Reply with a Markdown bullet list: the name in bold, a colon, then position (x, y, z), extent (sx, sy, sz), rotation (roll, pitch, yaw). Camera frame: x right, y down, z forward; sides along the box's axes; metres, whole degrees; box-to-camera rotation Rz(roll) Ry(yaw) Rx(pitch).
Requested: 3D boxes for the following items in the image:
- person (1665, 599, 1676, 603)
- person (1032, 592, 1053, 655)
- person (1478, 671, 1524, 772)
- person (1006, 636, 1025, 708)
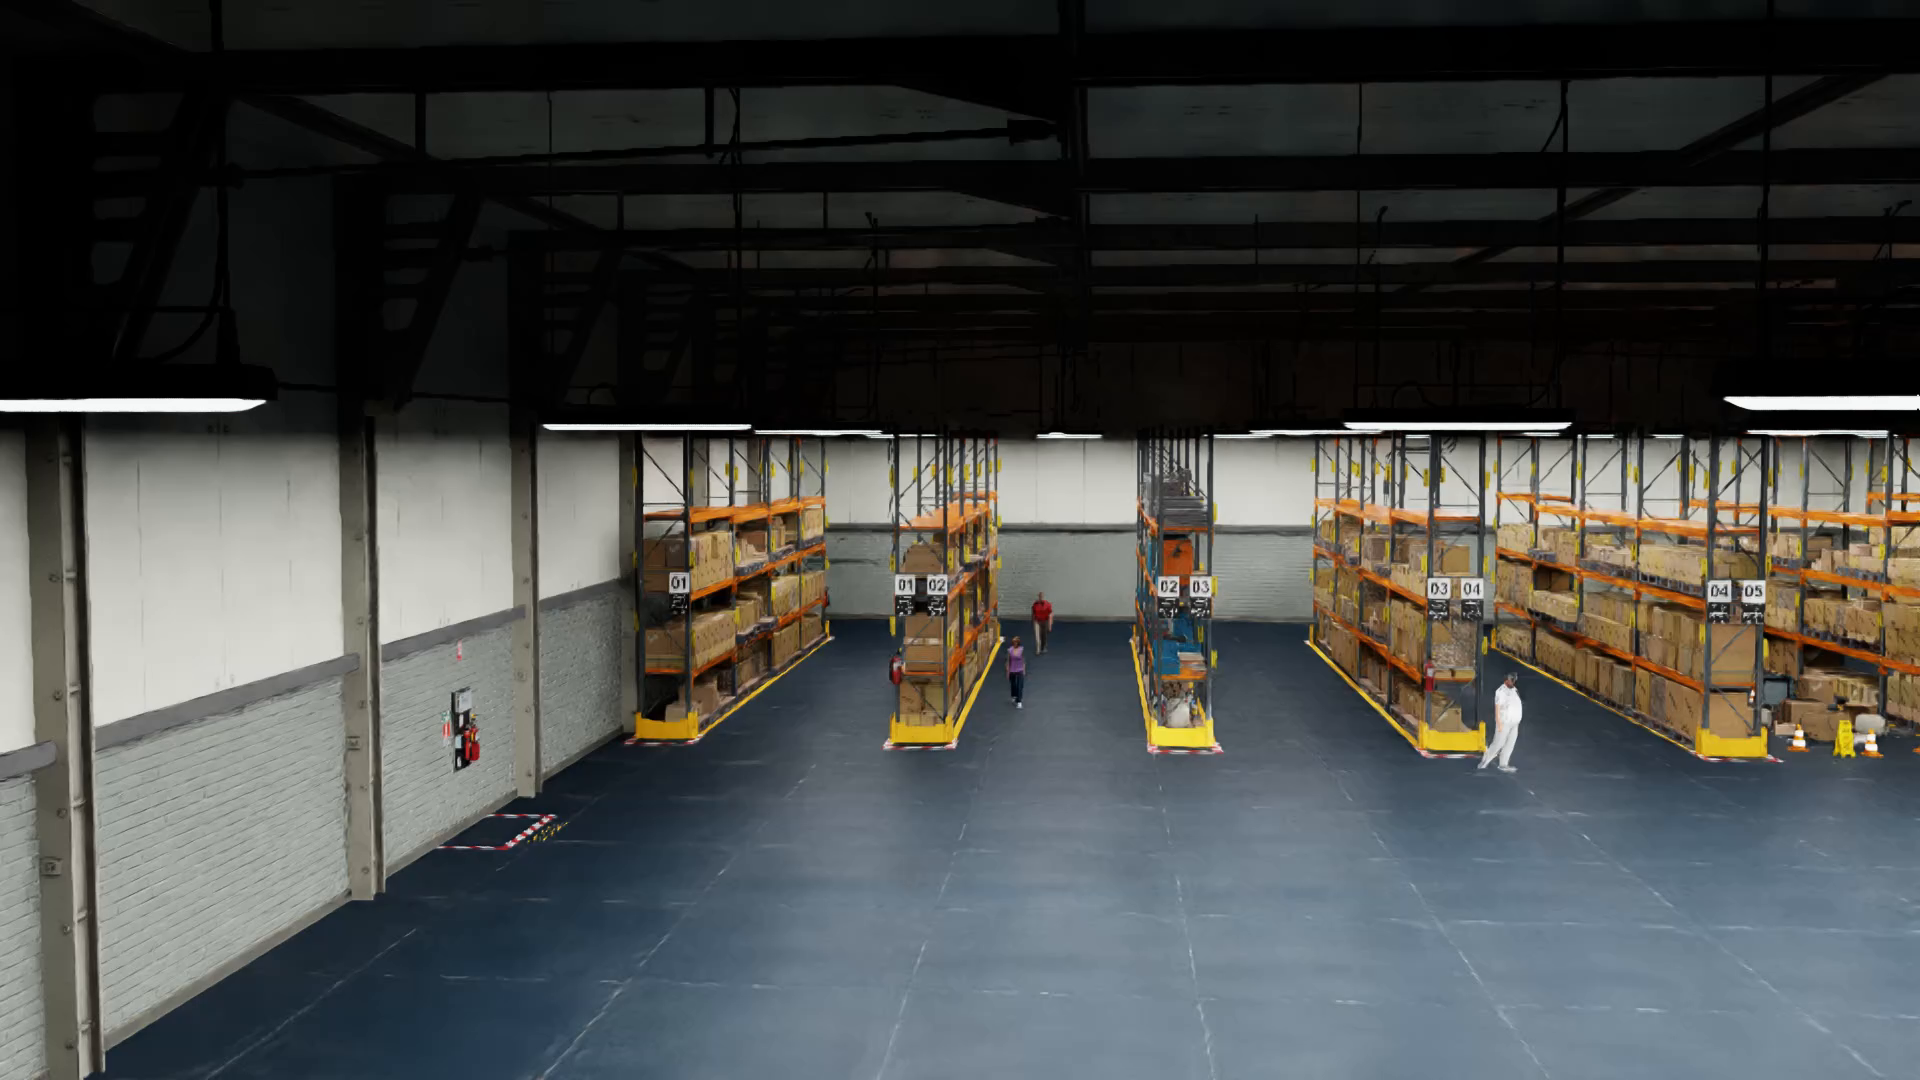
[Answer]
- **person**: position (21.629, 1.820, 50.317), extent (0.575, 1.775, 0.574), rotation (3, 4, 40)
- **person**: position (2.194, 2.220, 44.326), extent (0.556, 1.669, 1.040), rotation (0, 3, 4)
- **person**: position (9.363, 3.132, 28.609), extent (0.736, 1.742, 0.399), rotation (-2, 4, -36)
- **person**: position (1.187, 2.802, 35.728), extent (0.417, 1.517, 1.037), rotation (0, 3, 7)
